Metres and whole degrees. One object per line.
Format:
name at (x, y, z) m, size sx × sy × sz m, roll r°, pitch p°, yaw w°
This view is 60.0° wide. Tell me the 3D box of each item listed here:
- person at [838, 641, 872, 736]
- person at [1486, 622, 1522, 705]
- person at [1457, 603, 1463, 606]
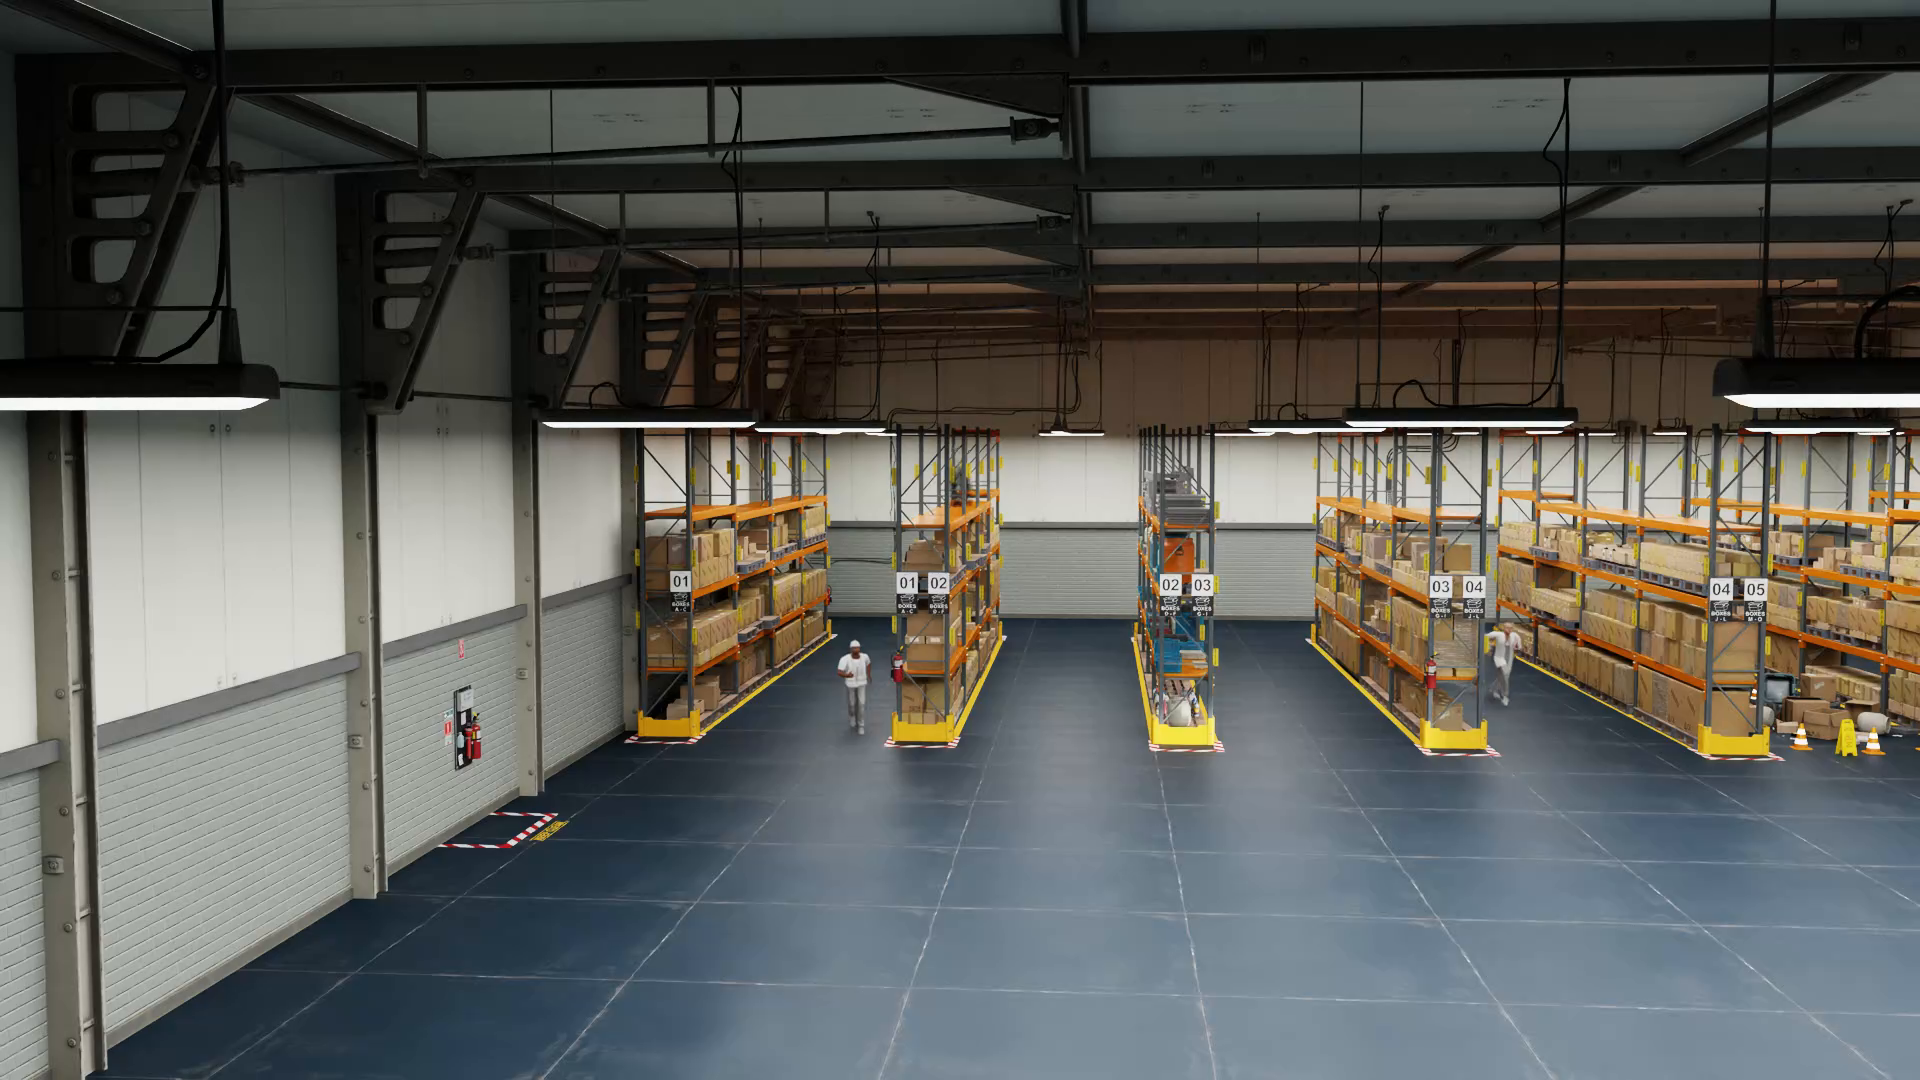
person at (-2.049, 2.854, 32.451) m, size 0.681 × 1.806 × 0.924 m, roll -1°, pitch 4°, yaw -9°
person at (11.790, 2.659, 36.148) m, size 0.696 × 1.790 × 1.031 m, roll -1°, pitch 4°, yaw -11°
person at (13.518, 2.130, 44.506) m, size 0.657 × 1.746 × 0.624 m, roll 1°, pitch 4°, yaw 15°
